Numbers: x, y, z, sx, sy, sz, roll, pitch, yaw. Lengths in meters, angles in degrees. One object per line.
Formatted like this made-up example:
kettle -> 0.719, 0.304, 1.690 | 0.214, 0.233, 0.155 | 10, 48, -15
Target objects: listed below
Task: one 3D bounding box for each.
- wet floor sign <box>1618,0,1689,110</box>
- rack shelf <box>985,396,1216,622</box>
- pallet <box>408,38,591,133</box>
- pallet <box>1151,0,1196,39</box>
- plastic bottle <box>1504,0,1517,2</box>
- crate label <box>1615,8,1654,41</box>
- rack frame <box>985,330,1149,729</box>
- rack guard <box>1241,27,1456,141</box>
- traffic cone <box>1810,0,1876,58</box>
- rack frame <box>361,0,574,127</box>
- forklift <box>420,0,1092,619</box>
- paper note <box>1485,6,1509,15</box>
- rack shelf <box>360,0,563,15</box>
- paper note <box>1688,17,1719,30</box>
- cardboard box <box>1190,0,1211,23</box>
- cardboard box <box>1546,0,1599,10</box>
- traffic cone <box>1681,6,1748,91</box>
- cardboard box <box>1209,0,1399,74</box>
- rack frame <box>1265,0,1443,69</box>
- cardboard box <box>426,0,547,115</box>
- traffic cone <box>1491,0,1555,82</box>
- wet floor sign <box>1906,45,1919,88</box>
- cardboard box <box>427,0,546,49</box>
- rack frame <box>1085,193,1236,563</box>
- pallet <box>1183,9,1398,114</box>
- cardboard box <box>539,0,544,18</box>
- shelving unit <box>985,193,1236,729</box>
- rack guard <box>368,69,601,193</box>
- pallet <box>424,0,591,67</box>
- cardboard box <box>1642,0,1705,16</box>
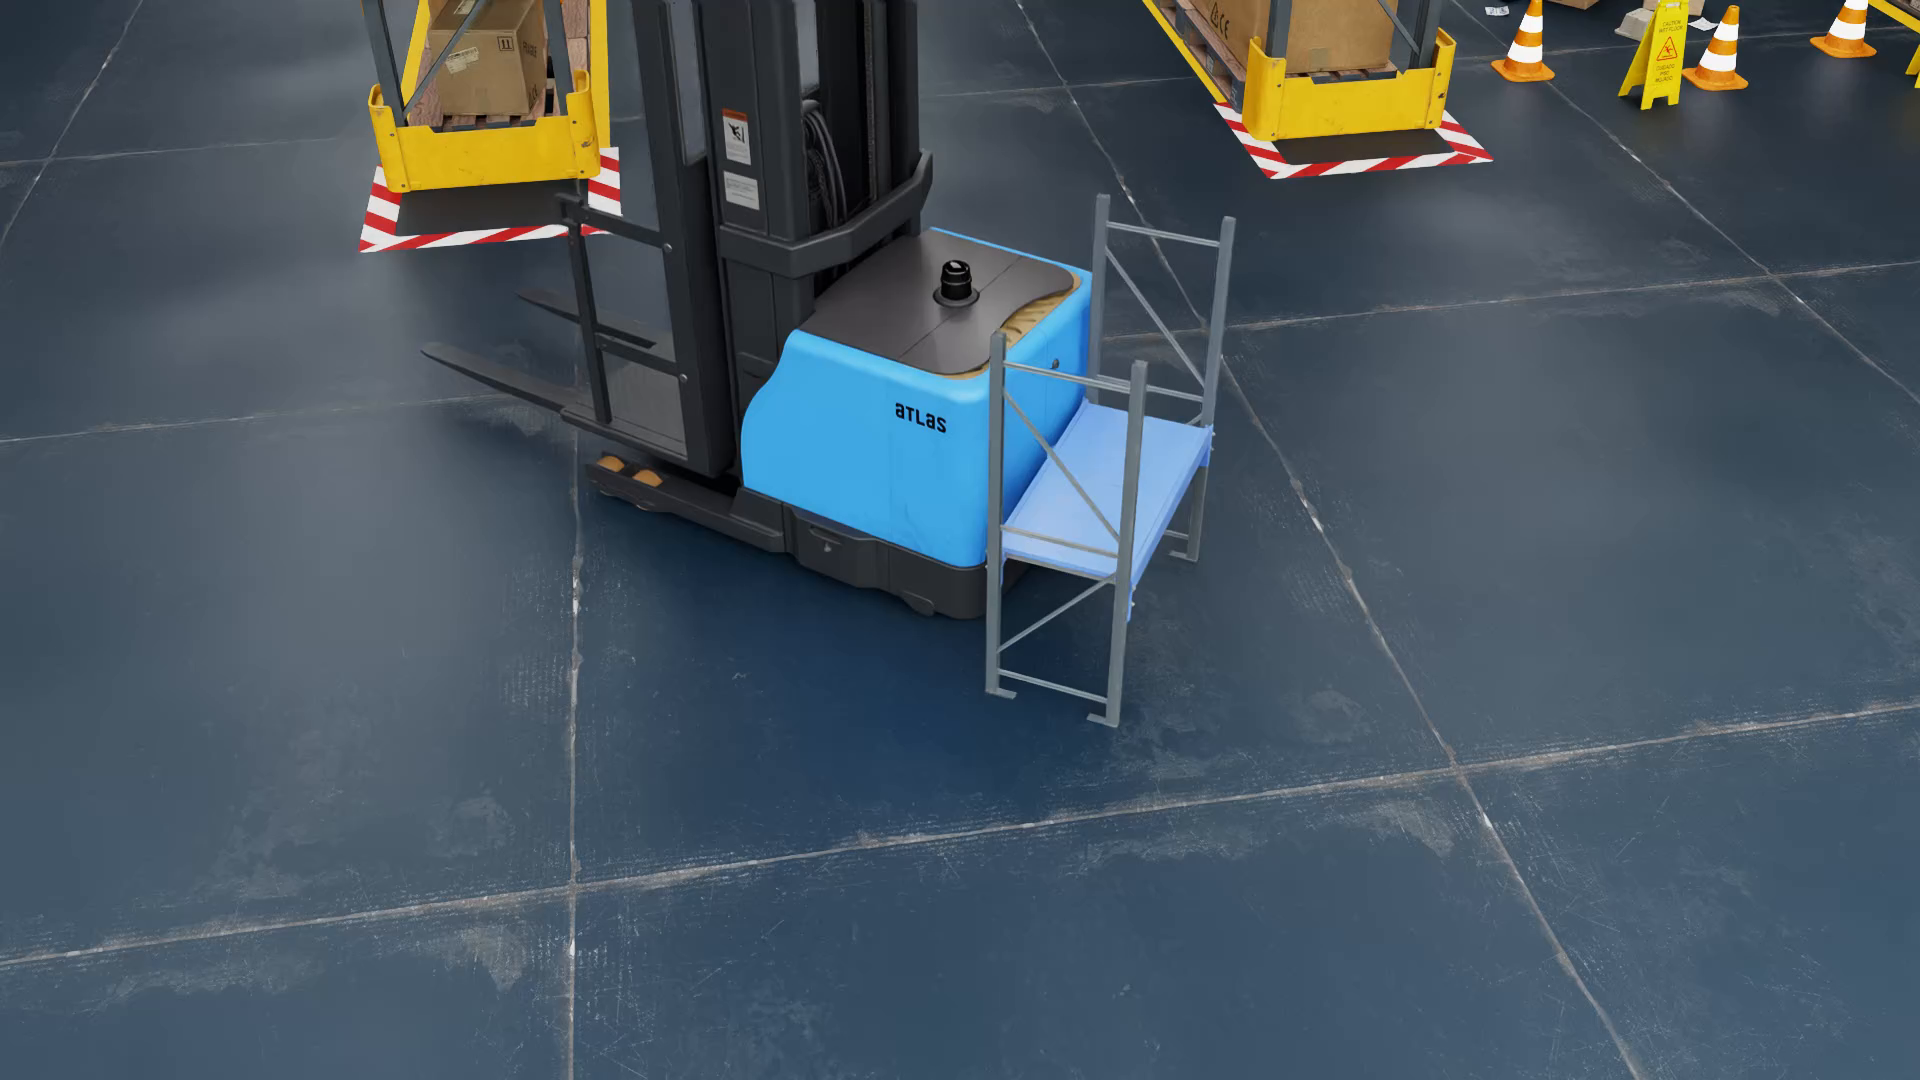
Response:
wet floor sign -> 4.234, -2.966, 10.041 | 0.267, 0.644, 0.232 | -13, 40, -16
rack shelf -> 0.523, -0.138, 5.998 | 0.538, 0.185, 1.000 | 14, 40, 18
pallet -> -2.743, -2.667, 10.010 | 1.003, 0.211, 1.213 | -6, 38, -8
pallet -> 1.851, -3.809, 11.480 | 1.003, 0.211, 1.213 | -6, 38, -8
plastic bottle -> 3.790, -3.848, 11.653 | 0.133, 0.061, 0.283 | -20, 42, -23
crate label -> 4.557, -3.427, 11.050 | 0.250, 0.136, 0.298 | -27, 45, -31
rack frame -> 0.329, 0.009, 5.516 | 0.500, 1.500, 0.032 | 14, 40, 18
rack guard -> 2.283, -2.698, 9.816 | 1.175, 0.500, 0.348 | -6, 38, -8
traffic cone -> 5.789, -3.413, 10.765 | 0.336, 0.463, 0.334 | -6, 38, -8
rack frame -> -2.622, -3.227, 8.459 | 1.000, 3.000, 0.127 | -6, 38, -8
forklift -> -0.968, -1.535, 6.337 | 3.031, 2.935, 1.130 | 20, 42, 24
paper note -> 3.683, -3.631, 11.401 | 0.144, 0.017, 0.142 | 6, 38, 8
rack shelf -> -2.972, -4.151, 10.235 | 1.077, 0.370, 4.000 | -6, 38, -8
paper note -> 5.009, -3.478, 11.202 | 0.148, 0.019, 0.142 | -20, 42, -23
cardboard box -> 1.939, -3.960, 10.792 | 0.875, 0.875, 0.875 | -7, 38, -9
cardboard box -> 4.334, -4.096, 11.612 | 0.637, 0.503, 0.797 | 27, 45, 30
traffic cone -> 4.756, -3.088, 10.347 | 0.336, 0.463, 0.334 | -6, 38, -8
cardboard box -> 2.095, -3.429, 10.109 | 0.875, 0.875, 0.875 | -6, 38, -8
rack frame -> 2.279, -3.700, 9.067 | 1.000, 3.000, 0.127 | -6, 38, -8
cardboard box -> -2.715, -2.785, 9.585 | 0.500, 0.500, 0.500 | 0, 38, 1
traffic cone -> 3.584, -3.172, 10.455 | 0.336, 0.463, 0.334 | -6, 38, -8
wet floor sign -> 6.115, -3.134, 10.258 | 0.267, 0.644, 0.232 | 6, 38, 8
cardboard box -> -2.853, -3.143, 10.045 | 0.500, 0.500, 0.500 | 3, 38, 4
rack frame -> 0.717, -0.568, 6.259 | 0.500, 1.500, 0.032 | 14, 40, 18
pallet -> 2.062, -3.073, 10.534 | 1.003, 0.211, 1.213 | -6, 38, -8
cardboard box -> -2.944, -3.523, 10.535 | 0.500, 0.500, 0.500 | -3, 38, -4
shelving unit -> 0.523, -0.280, 5.887 | 0.538, 1.500, 1.048 | 14, 40, 18
rack guard -> -2.635, -2.286, 9.285 | 1.175, 0.500, 0.348 | -6, 38, -8
pallet -> -2.953, -3.402, 10.957 | 1.003, 0.211, 1.213 | -6, 38, -8
cardboard box -> 4.916, -3.742, 11.445 | 0.380, 0.149, 0.250 | 13, 40, 16
